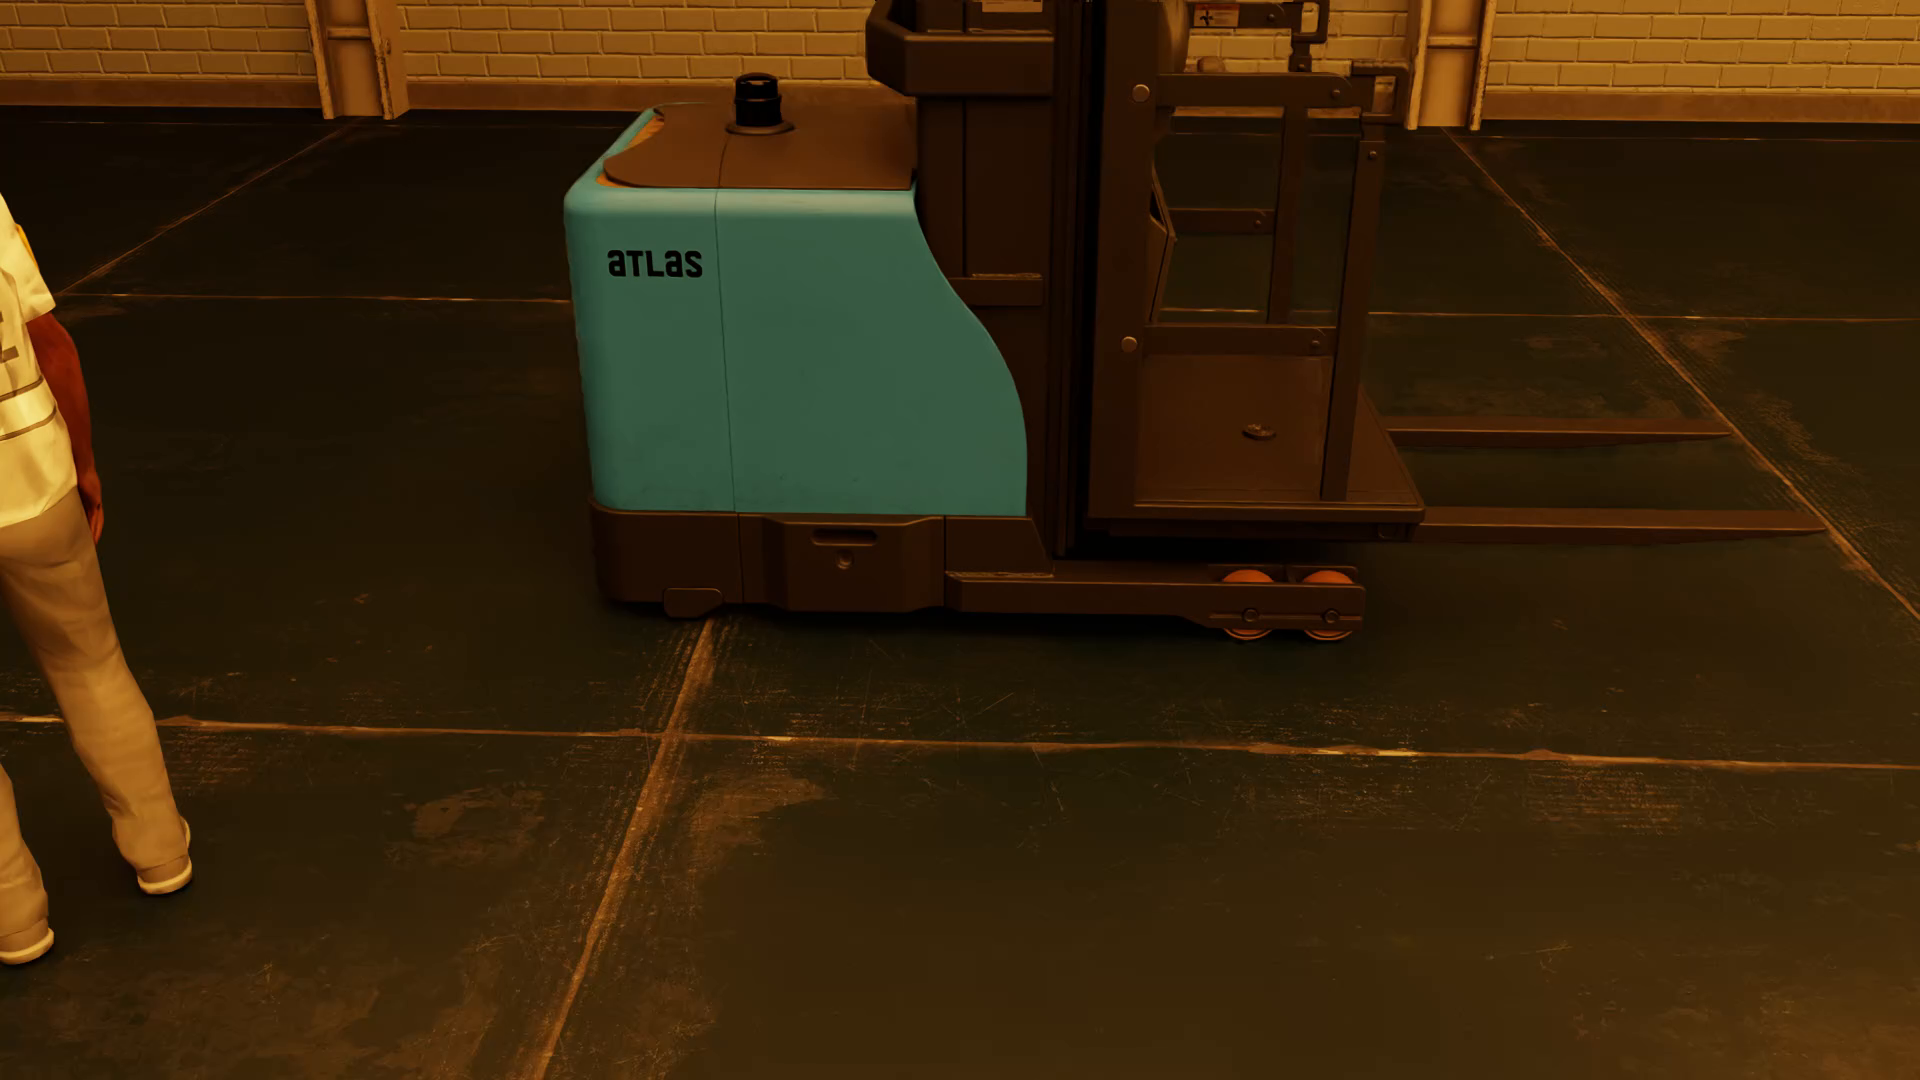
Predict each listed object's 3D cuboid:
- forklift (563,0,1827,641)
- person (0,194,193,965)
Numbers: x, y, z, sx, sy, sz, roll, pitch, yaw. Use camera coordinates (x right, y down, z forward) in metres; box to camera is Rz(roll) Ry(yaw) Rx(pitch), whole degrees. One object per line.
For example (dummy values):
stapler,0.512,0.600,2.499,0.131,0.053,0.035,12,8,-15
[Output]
forklift,0.625,-1.310,3.865,3.031,2.935,1.130,1,26,2
person,-1.668,-0.053,2.759,0.397,1.655,0.516,23,34,38
